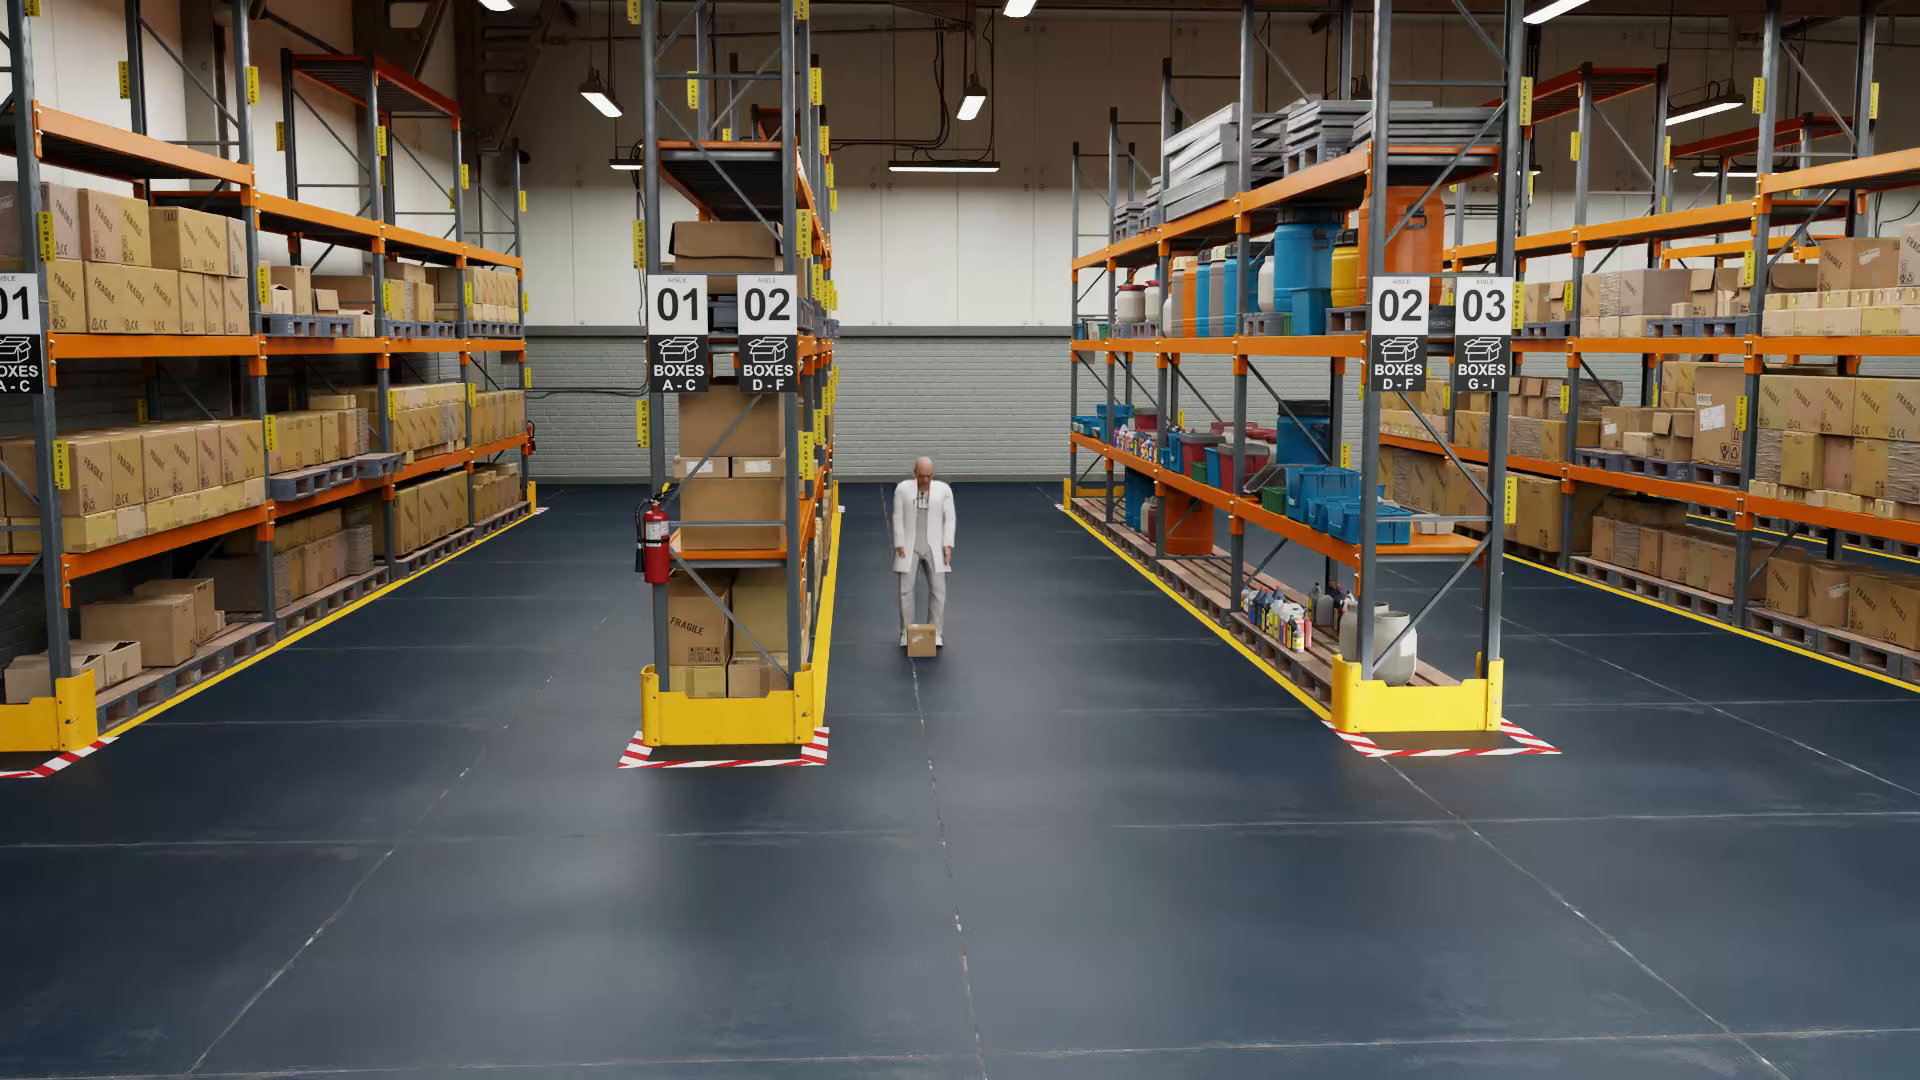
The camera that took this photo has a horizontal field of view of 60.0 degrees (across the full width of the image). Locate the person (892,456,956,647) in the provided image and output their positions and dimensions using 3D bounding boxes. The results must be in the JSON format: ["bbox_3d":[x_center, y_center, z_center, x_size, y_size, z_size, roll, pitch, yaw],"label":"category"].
[{"bbox_3d":[-0.328,0.100,15.179,0.587,1.737,0.409,0,7,-1],"label":"person"}]
